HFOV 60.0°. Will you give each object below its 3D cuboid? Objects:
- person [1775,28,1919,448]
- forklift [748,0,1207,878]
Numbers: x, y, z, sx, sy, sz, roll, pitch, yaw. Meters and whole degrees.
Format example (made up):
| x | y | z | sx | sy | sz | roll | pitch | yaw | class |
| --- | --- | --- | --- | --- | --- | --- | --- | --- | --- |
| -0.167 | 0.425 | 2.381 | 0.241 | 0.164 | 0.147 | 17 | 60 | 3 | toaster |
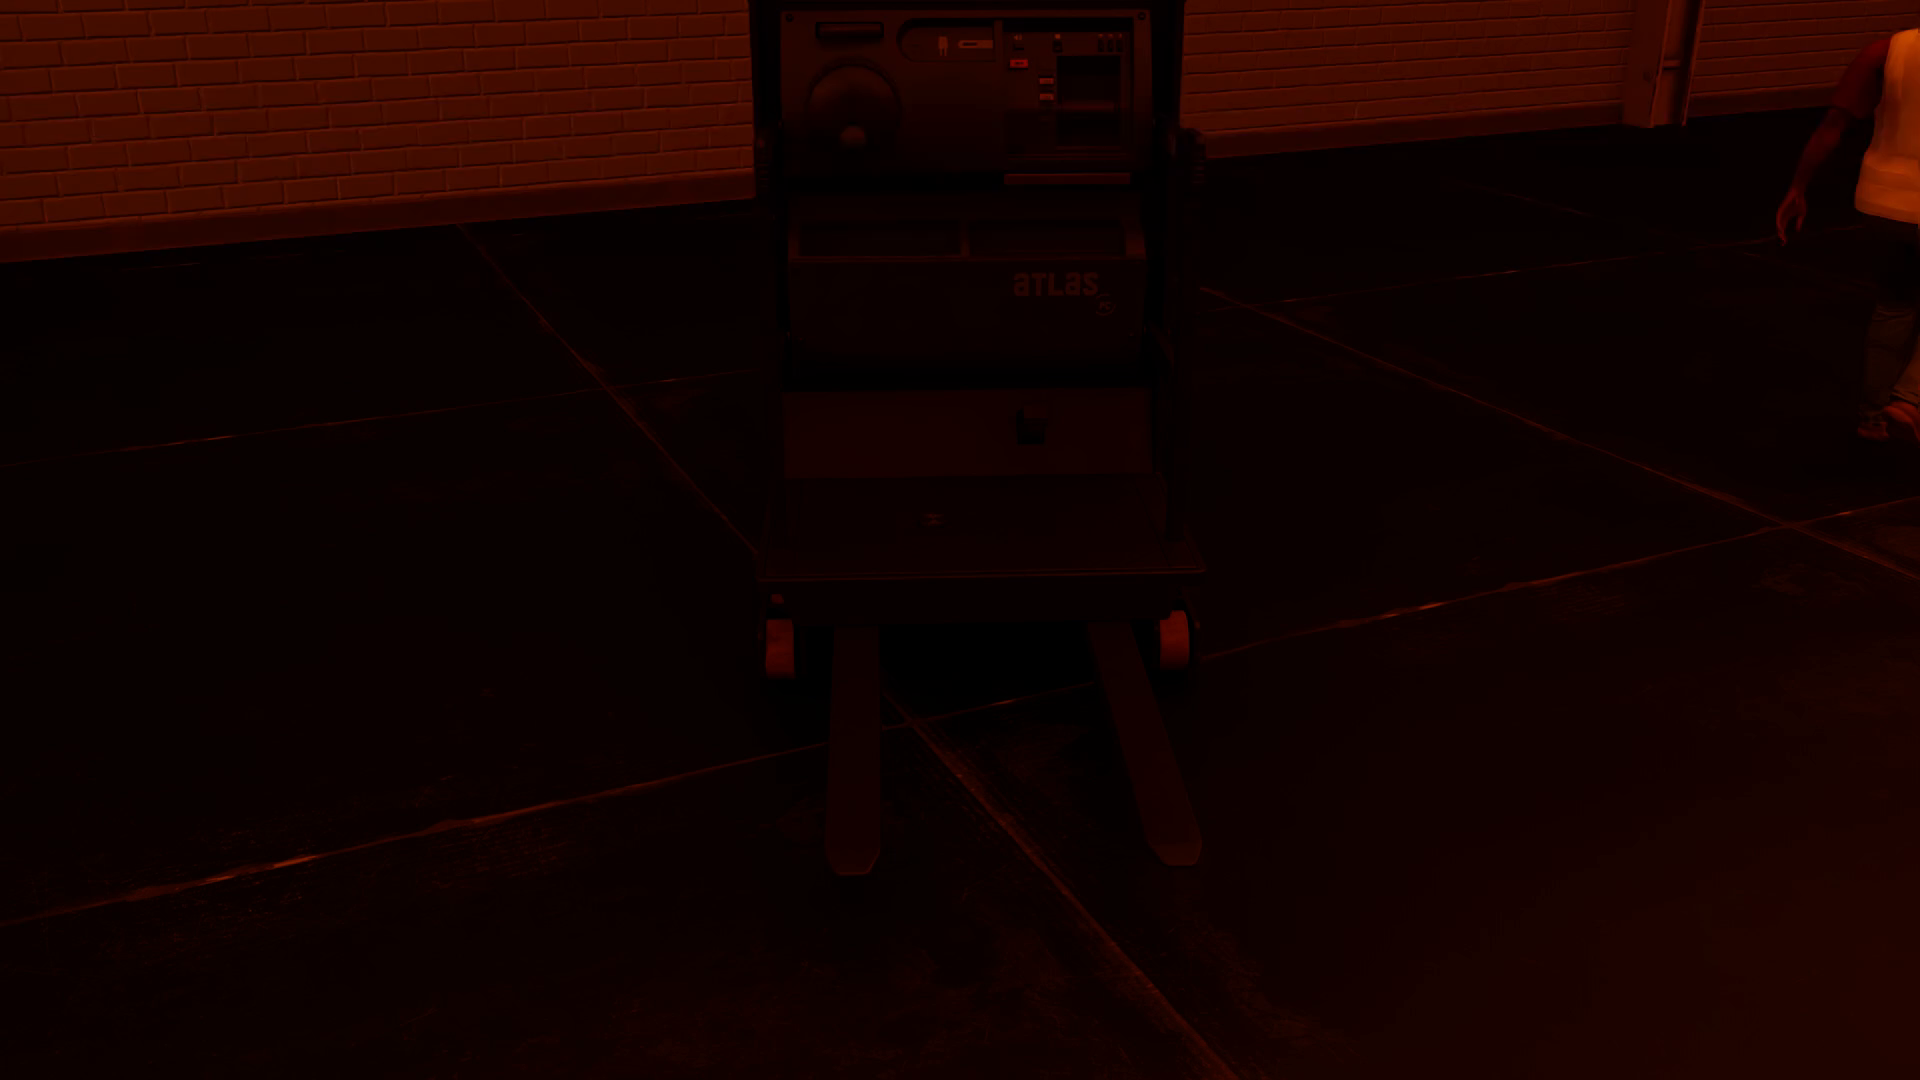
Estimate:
| x | y | z | sx | sy | sz | roll | pitch | yaw | class |
| --- | --- | --- | --- | --- | --- | --- | --- | --- | --- |
| 3.260 | -1.143 | 5.640 | 0.625 | 1.709 | 0.729 | -19 | 29 | -38 | person |
| 0.030 | -1.120 | 3.982 | 1.130 | 2.935 | 3.031 | -1 | 23 | -3 | forklift |
